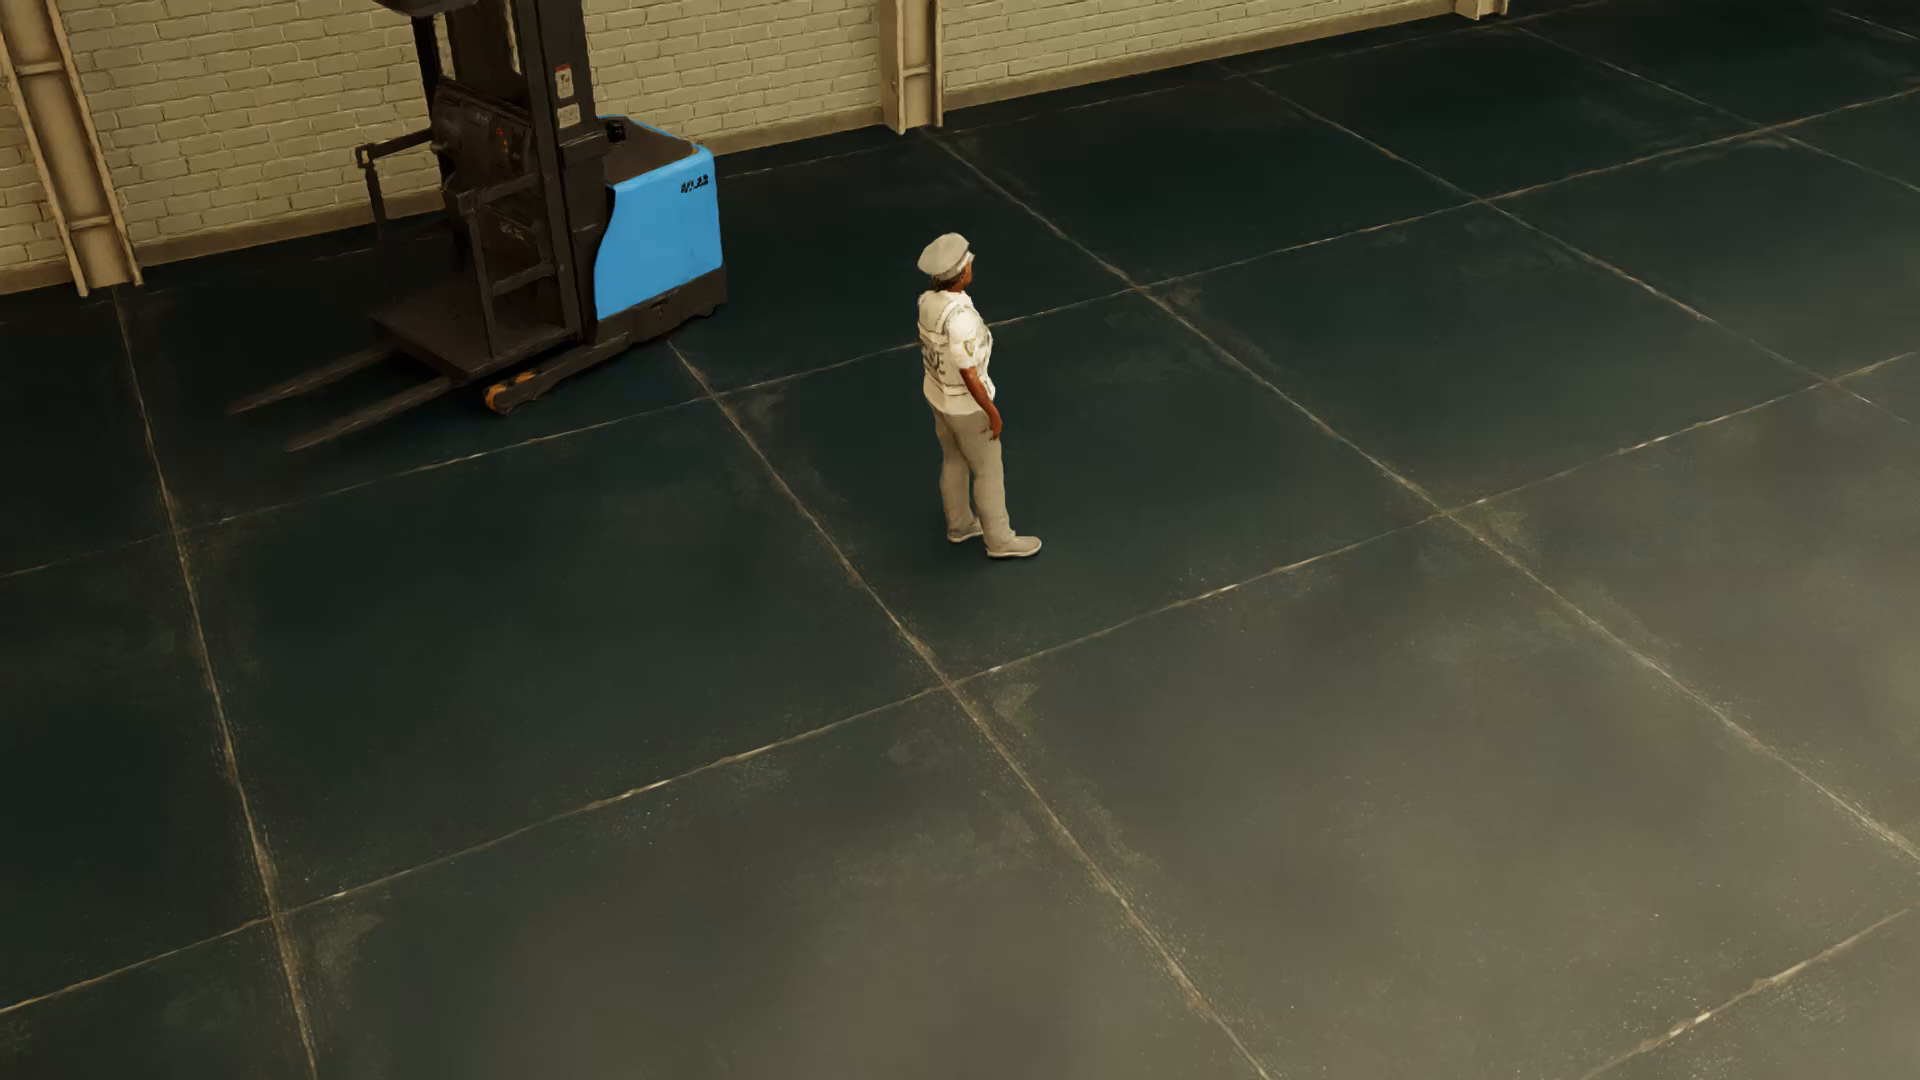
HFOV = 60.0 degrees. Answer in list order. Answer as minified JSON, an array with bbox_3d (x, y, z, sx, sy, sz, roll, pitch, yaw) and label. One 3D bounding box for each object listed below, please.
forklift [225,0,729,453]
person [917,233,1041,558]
[{"bbox_3d":[-2.856,-2.265,9.328,1.130,2.935,3.031,27,44,33],"label":"forklift"},{"bbox_3d":[0.075,-0.709,8.183,0.529,1.695,0.570,-17,39,-23],"label":"person"}]
